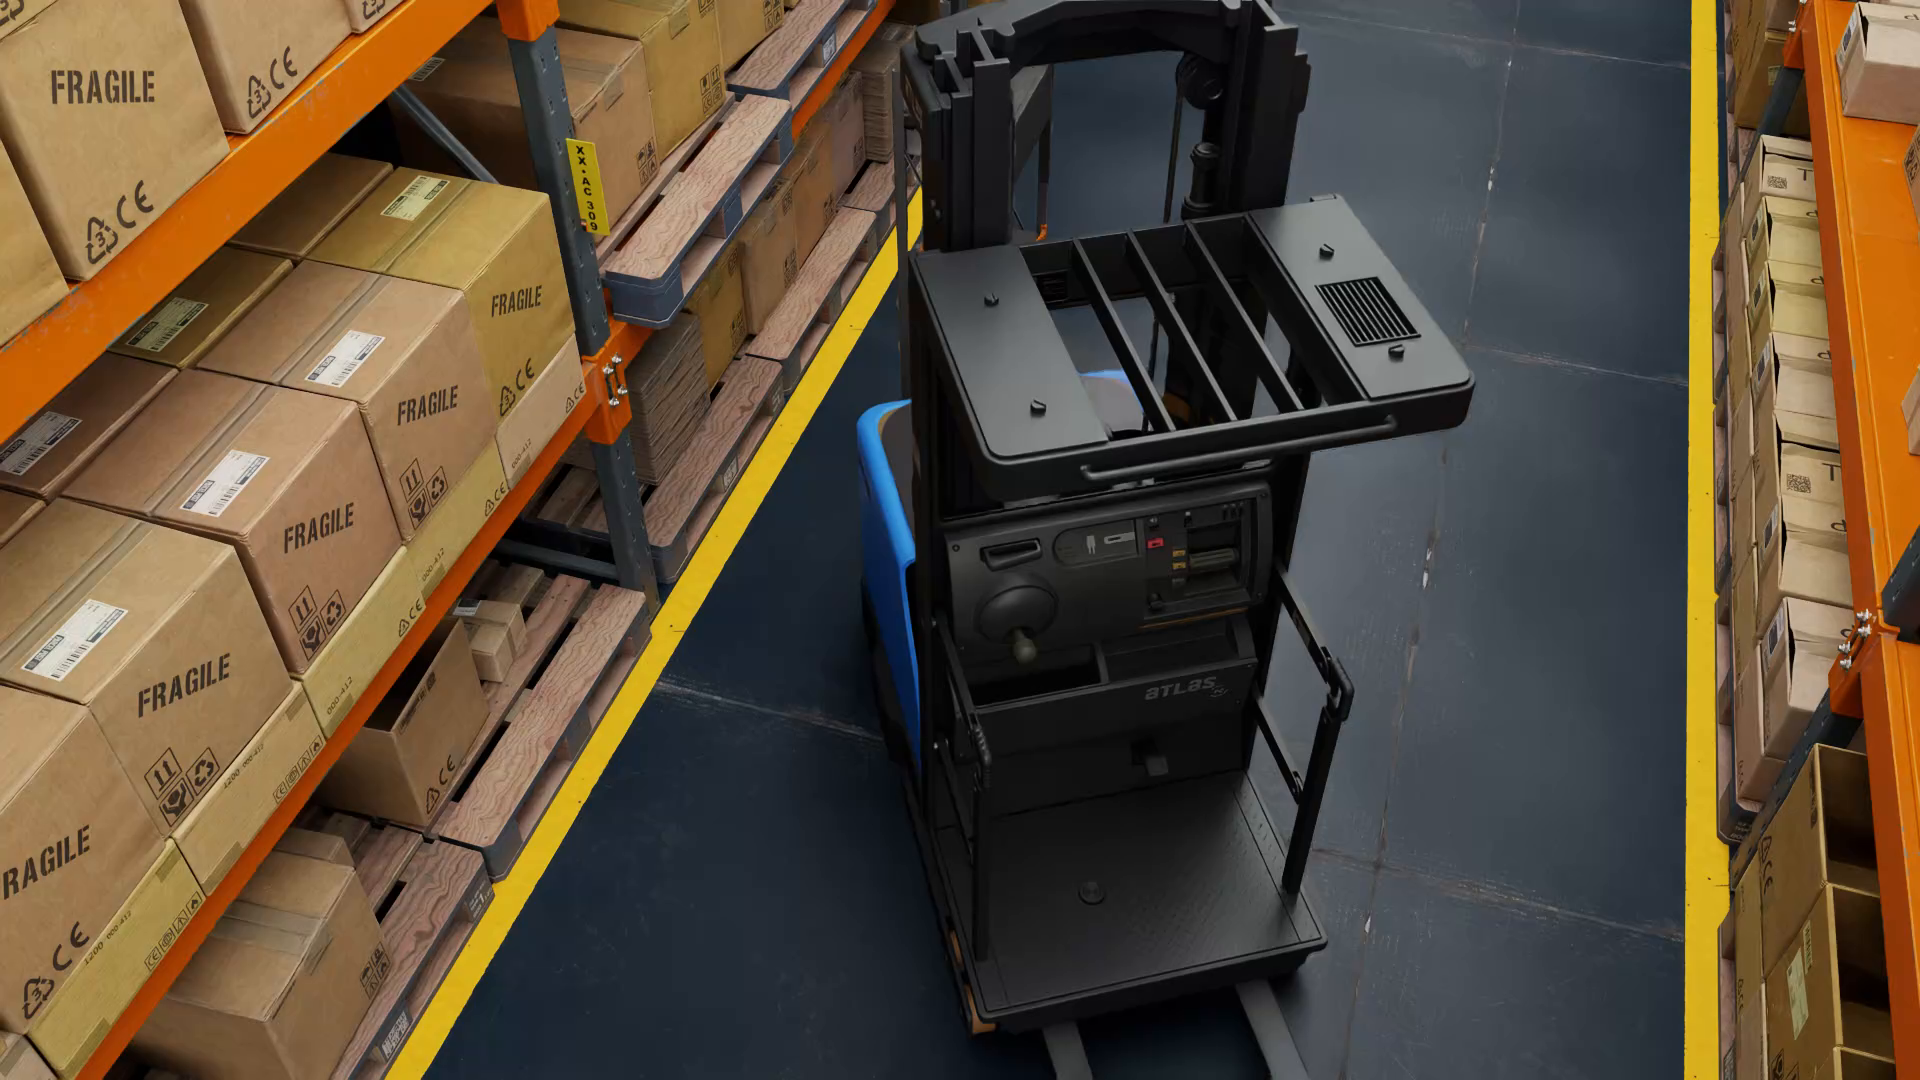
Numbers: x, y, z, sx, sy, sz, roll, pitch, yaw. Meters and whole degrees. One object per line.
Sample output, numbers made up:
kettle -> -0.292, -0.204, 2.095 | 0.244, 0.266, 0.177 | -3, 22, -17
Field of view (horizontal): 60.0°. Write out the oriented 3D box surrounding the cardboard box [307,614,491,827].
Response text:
cardboard box -> -1.935, 0.559, 5.507 | 0.500, 0.500, 0.500 | 9, 45, 9

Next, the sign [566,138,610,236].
sign -> -1.140, -1.077, 5.087 | 0.100, 0.325, 0.005 | 13, 46, 13

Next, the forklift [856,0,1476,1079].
forklift -> 0.476, 0.184, 4.466 | 1.130, 2.935, 3.031 | -10, 45, -10

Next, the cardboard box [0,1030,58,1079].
cardboard box -> -2.277, 1.228, 3.443 | 0.500, 0.250, 0.500 | 11, 45, 11

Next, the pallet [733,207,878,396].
pallet -> -1.057, -1.216, 7.842 | 1.003, 0.211, 1.213 | 13, 46, 13

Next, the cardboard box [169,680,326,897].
cardboard box -> -1.961, 0.553, 4.133 | 0.500, 0.250, 0.500 | 13, 46, 13

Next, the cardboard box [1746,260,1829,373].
cardboard box -> 3.528, -0.887, 6.776 | 0.500, 0.311, 0.500 | 11, 46, 11

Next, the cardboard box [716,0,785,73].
cardboard box -> -1.127, -2.219, 6.487 | 0.700, 0.500, 0.500 | 19, 47, 18

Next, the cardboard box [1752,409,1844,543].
cardboard box -> 3.217, -0.210, 6.084 | 0.500, 0.311, 0.500 | 12, 46, 12

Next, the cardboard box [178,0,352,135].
cardboard box -> -1.742, -1.269, 3.672 | 0.500, 0.500, 0.500 | 9, 45, 9

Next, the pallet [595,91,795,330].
pallet -> -1.289, -1.288, 6.058 | 1.003, 0.211, 1.213 | 13, 46, 13

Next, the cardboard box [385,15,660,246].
cardboard box -> -1.473, -1.403, 5.653 | 0.700, 0.500, 0.500 | 13, 46, 13

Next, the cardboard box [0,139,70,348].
cardboard box -> -2.039, -0.555, 2.942 | 0.500, 0.500, 0.500 | 15, 46, 15

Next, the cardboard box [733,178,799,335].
cardboard box -> -1.151, -1.322, 7.429 | 0.700, 0.500, 0.500 | 13, 46, 13

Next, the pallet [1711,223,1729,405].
pallet -> 3.988, -0.960, 7.580 | 1.003, 0.211, 1.213 | 13, 46, 13

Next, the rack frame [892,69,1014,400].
rack frame -> -0.024, -0.698, 5.962 | 0.400, 2.100, 0.015 | 13, 46, 13

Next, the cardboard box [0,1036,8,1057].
cardboard box -> -2.280, 0.985, 3.155 | 0.500, 0.500, 0.500 | 13, 46, 13

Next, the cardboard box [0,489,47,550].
cardboard box -> -2.464, 0.193, 3.965 | 0.500, 0.500, 0.500 | 13, 46, 13

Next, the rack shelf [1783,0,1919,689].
rack shelf -> 3.669, -0.907, 6.046 | 1.077, 0.370, 4.000 | 13, 46, 13

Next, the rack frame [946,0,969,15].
rack frame -> -0.448, -3.544, 8.227 | 1.000, 3.000, 0.127 | 13, 46, 13

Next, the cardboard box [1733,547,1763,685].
cardboard box -> 3.067, 0.327, 5.937 | 0.500, 0.250, 0.500 | 12, 46, 12

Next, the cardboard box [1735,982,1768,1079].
cardboard box -> 2.477, 1.579, 4.657 | 0.500, 0.250, 0.500 | 13, 46, 13

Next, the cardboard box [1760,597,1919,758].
cardboard box -> 2.912, 0.471, 5.389 | 0.500, 0.311, 0.500 | 13, 46, 13

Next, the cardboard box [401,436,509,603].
cardboard box -> -1.673, -0.121, 4.822 | 0.500, 0.250, 0.500 | 13, 46, 13

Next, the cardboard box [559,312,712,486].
cardboard box -> -1.452, -0.636, 6.727 | 0.700, 0.500, 0.500 | 14, 46, 14

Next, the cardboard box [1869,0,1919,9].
cardboard box -> 4.123, -2.232, 6.950 | 0.500, 0.311, 0.500 | 15, 46, 15

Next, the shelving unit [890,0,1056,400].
shelving unit -> 0.050, -0.861, 6.128 | 0.431, 2.100, 0.503 | 13, 46, 13

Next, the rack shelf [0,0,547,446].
rack shelf -> -2.265, -0.359, 3.342 | 1.077, 0.370, 4.000 | 13, 46, 13

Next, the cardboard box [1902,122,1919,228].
cardboard box -> 3.782, -1.411, 5.976 | 0.500, 0.500, 0.500 | 10, 45, 10

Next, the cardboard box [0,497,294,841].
cardboard box -> -1.973, 0.296, 3.860 | 0.500, 0.500, 0.500 | 14, 46, 14

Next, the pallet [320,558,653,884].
pallet -> -1.829, 0.574, 6.012 | 1.003, 0.211, 1.213 | 13, 46, 13

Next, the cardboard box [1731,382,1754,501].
cardboard box -> 3.377, -0.353, 6.631 | 0.500, 0.250, 0.500 | 13, 46, 13

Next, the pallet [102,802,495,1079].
pallet -> -2.197, 1.390, 5.178 | 1.003, 0.211, 1.213 | 13, 46, 13

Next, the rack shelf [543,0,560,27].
rack shelf -> -1.054, -3.026, 6.067 | 1.077, 0.370, 4.000 | 13, 46, 13

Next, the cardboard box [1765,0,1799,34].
cardboard box -> 4.347, -2.740, 8.342 | 0.500, 0.250, 0.500 | 14, 46, 14

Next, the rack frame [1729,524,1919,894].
rack frame -> 3.063, 0.169, 4.432 | 1.000, 3.000, 0.127 | 13, 46, 13

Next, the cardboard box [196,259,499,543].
cardboard box -> -1.653, -0.385, 4.555 | 0.500, 0.500, 0.500 | 12, 46, 12

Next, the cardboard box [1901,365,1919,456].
cardboard box -> 3.154, -0.408, 5.118 | 0.396, 0.266, 0.258 | 12, 46, 12

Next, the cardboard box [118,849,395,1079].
cardboard box -> -2.133, 1.224, 4.827 | 0.700, 0.500, 0.500 | 10, 45, 10

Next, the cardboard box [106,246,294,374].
cardboard box -> -2.161, -0.486, 4.659 | 0.500, 0.500, 0.500 | 12, 46, 12

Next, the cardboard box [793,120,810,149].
cardboard box -> -1.000, -1.874, 7.457 | 0.500, 0.250, 0.500 | 12, 46, 12

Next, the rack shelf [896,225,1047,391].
rack shelf -> 0.050, -0.851, 6.138 | 0.431, 0.518, 0.480 | 13, 46, 13

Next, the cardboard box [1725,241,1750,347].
cardboard box -> 3.684, -1.042, 7.336 | 0.500, 0.250, 0.500 | 11, 46, 11

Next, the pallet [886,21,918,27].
pallet -> -0.137, -3.057, 9.723 | 1.003, 0.211, 1.213 | 13, 46, 13

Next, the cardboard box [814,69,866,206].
cardboard box -> -0.883, -1.998, 8.120 | 0.700, 0.500, 0.500 | 12, 46, 12

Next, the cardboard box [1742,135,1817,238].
cardboard box -> 3.836, -1.578, 7.483 | 0.500, 0.311, 0.500 | 14, 46, 14

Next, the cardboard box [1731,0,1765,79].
cardboard box -> 4.491, -2.779, 8.918 | 0.500, 0.500, 0.500 | 11, 45, 11

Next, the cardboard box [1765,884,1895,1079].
cardboard box -> 2.480, 1.312, 4.395 | 0.500, 0.500, 0.500 | 13, 46, 13

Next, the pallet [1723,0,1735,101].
pallet -> 4.908, -2.801, 9.461 | 1.003, 0.211, 1.213 | 13, 46, 13

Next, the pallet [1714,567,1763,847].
pallet -> 3.249, 0.666, 5.918 | 1.003, 0.211, 1.213 | 13, 46, 13
